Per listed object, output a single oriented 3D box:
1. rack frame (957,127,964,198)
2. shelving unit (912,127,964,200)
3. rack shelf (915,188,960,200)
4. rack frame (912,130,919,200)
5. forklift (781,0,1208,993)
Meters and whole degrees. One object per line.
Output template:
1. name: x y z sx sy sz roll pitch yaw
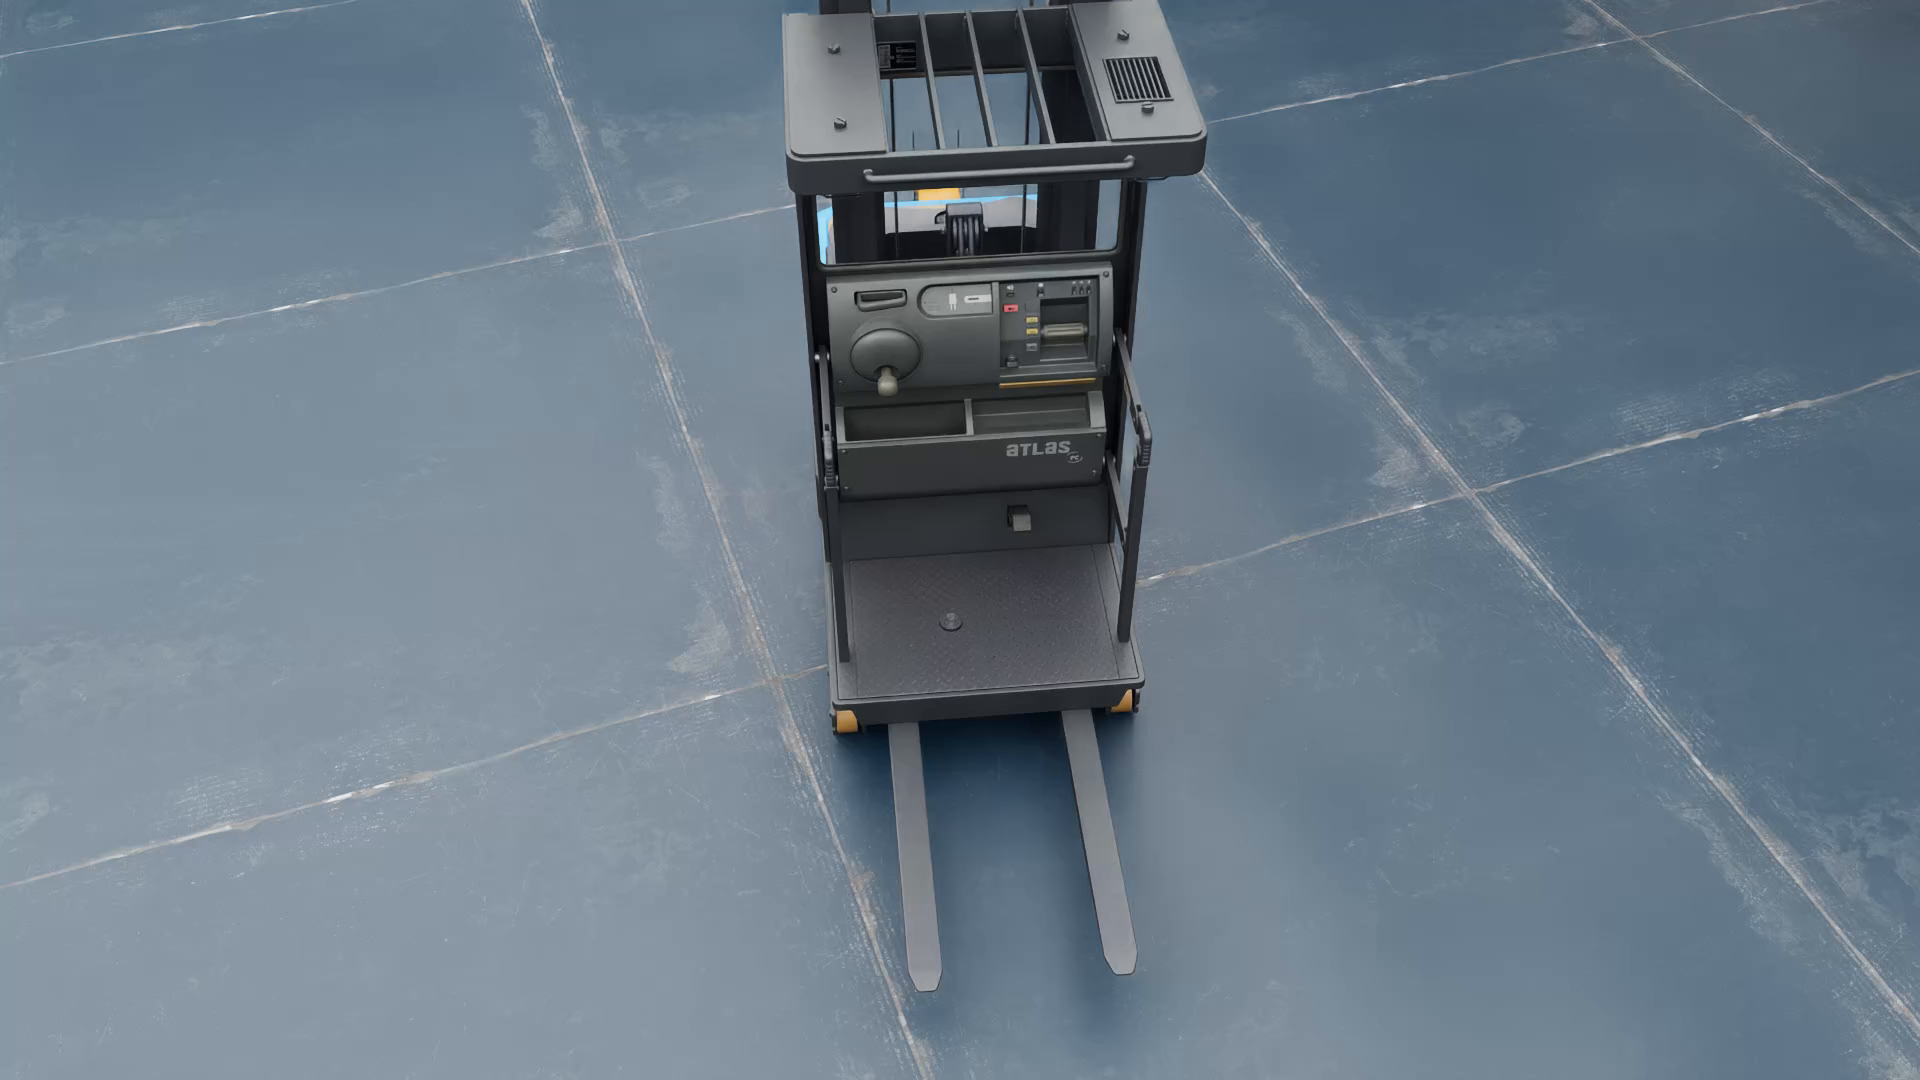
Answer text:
1. rack frame: 0.003 -1.159 7.058 0.006 1.200 0.240 -4 45 -4
2. shelving unit: -0.088 -1.153 7.052 0.189 1.200 0.258 -4 45 -4
3. rack shelf: -0.088 -1.376 6.829 0.180 0.103 0.258 -4 45 -4
4. rack frame: -0.179 -1.147 7.046 0.006 1.200 0.240 -4 45 -4
5. forklift: 0.059 -0.591 5.270 1.130 2.935 3.031 -4 45 -4
